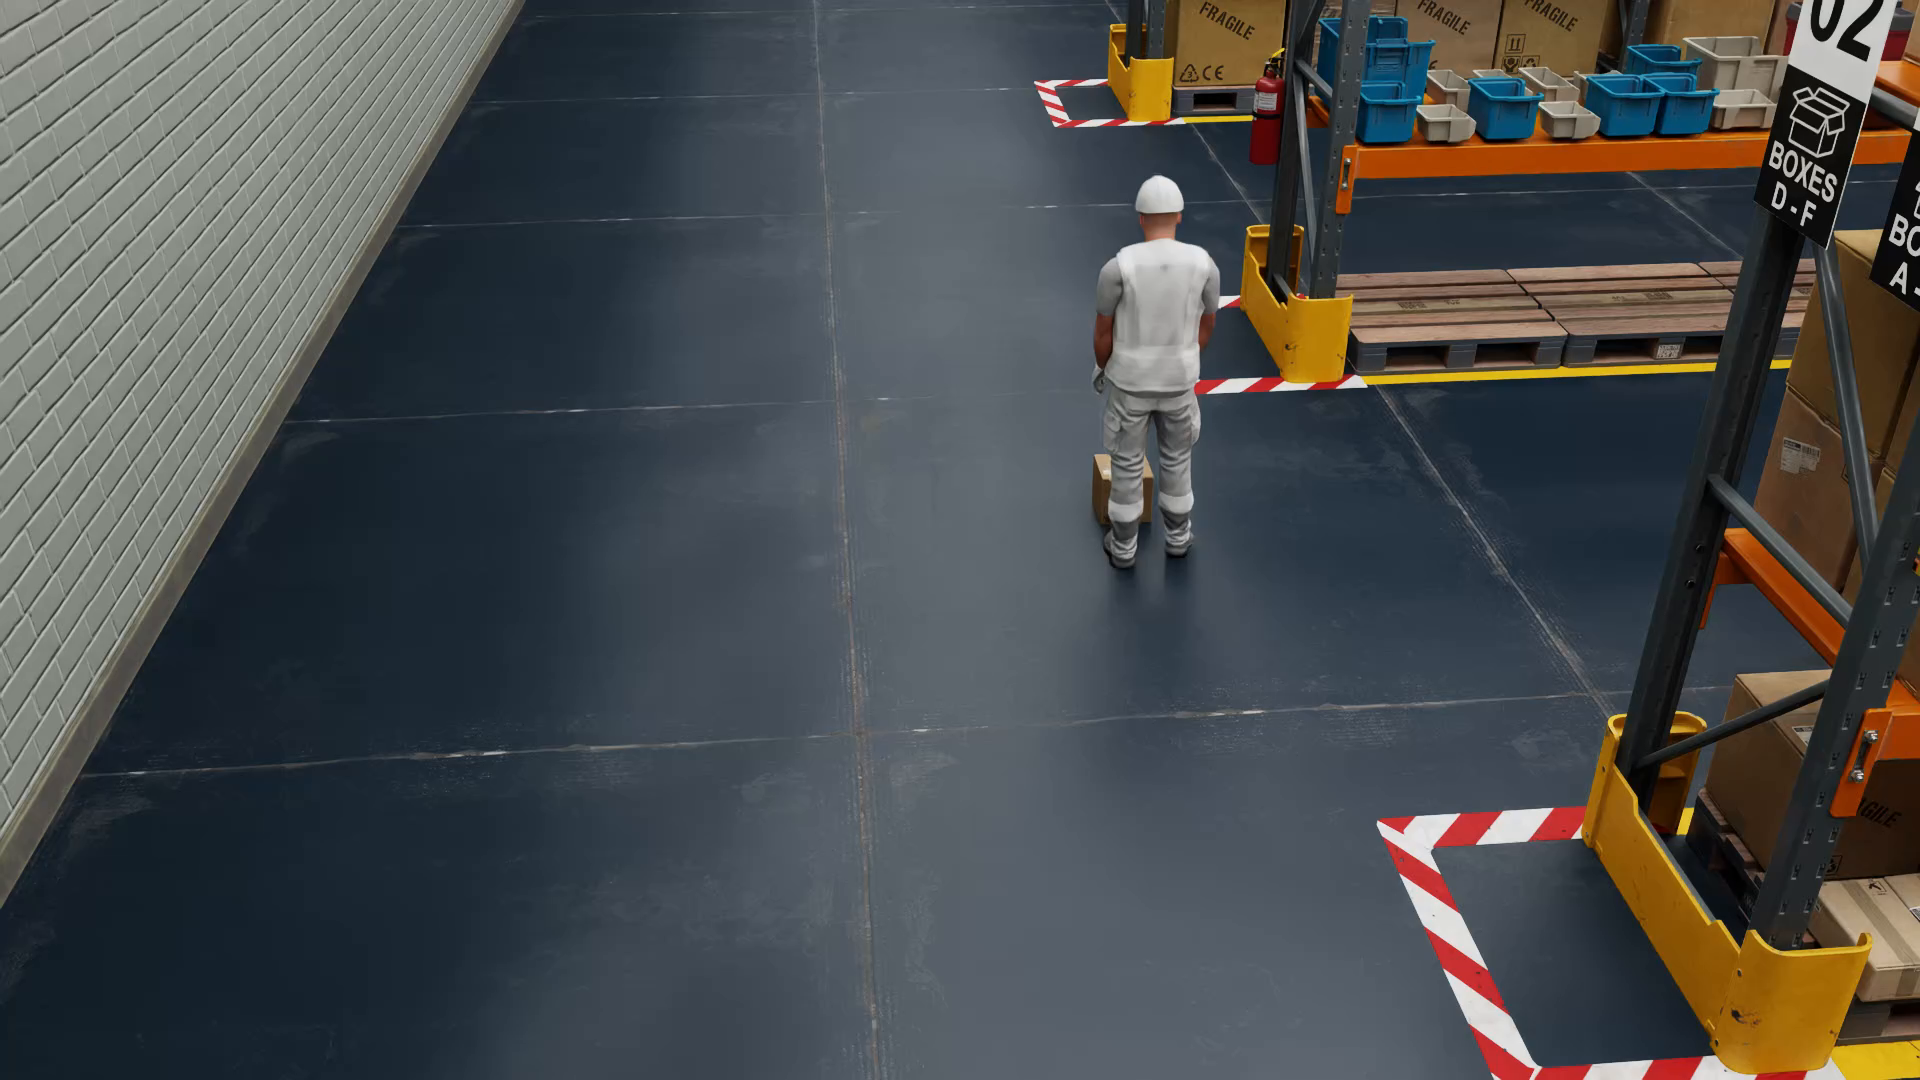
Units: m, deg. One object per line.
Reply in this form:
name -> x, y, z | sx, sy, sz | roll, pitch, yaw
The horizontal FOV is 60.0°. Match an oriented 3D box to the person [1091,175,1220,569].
person -> 0.845, -0.699, 7.300 | 0.560, 1.815, 0.459 | -3, 31, -5
